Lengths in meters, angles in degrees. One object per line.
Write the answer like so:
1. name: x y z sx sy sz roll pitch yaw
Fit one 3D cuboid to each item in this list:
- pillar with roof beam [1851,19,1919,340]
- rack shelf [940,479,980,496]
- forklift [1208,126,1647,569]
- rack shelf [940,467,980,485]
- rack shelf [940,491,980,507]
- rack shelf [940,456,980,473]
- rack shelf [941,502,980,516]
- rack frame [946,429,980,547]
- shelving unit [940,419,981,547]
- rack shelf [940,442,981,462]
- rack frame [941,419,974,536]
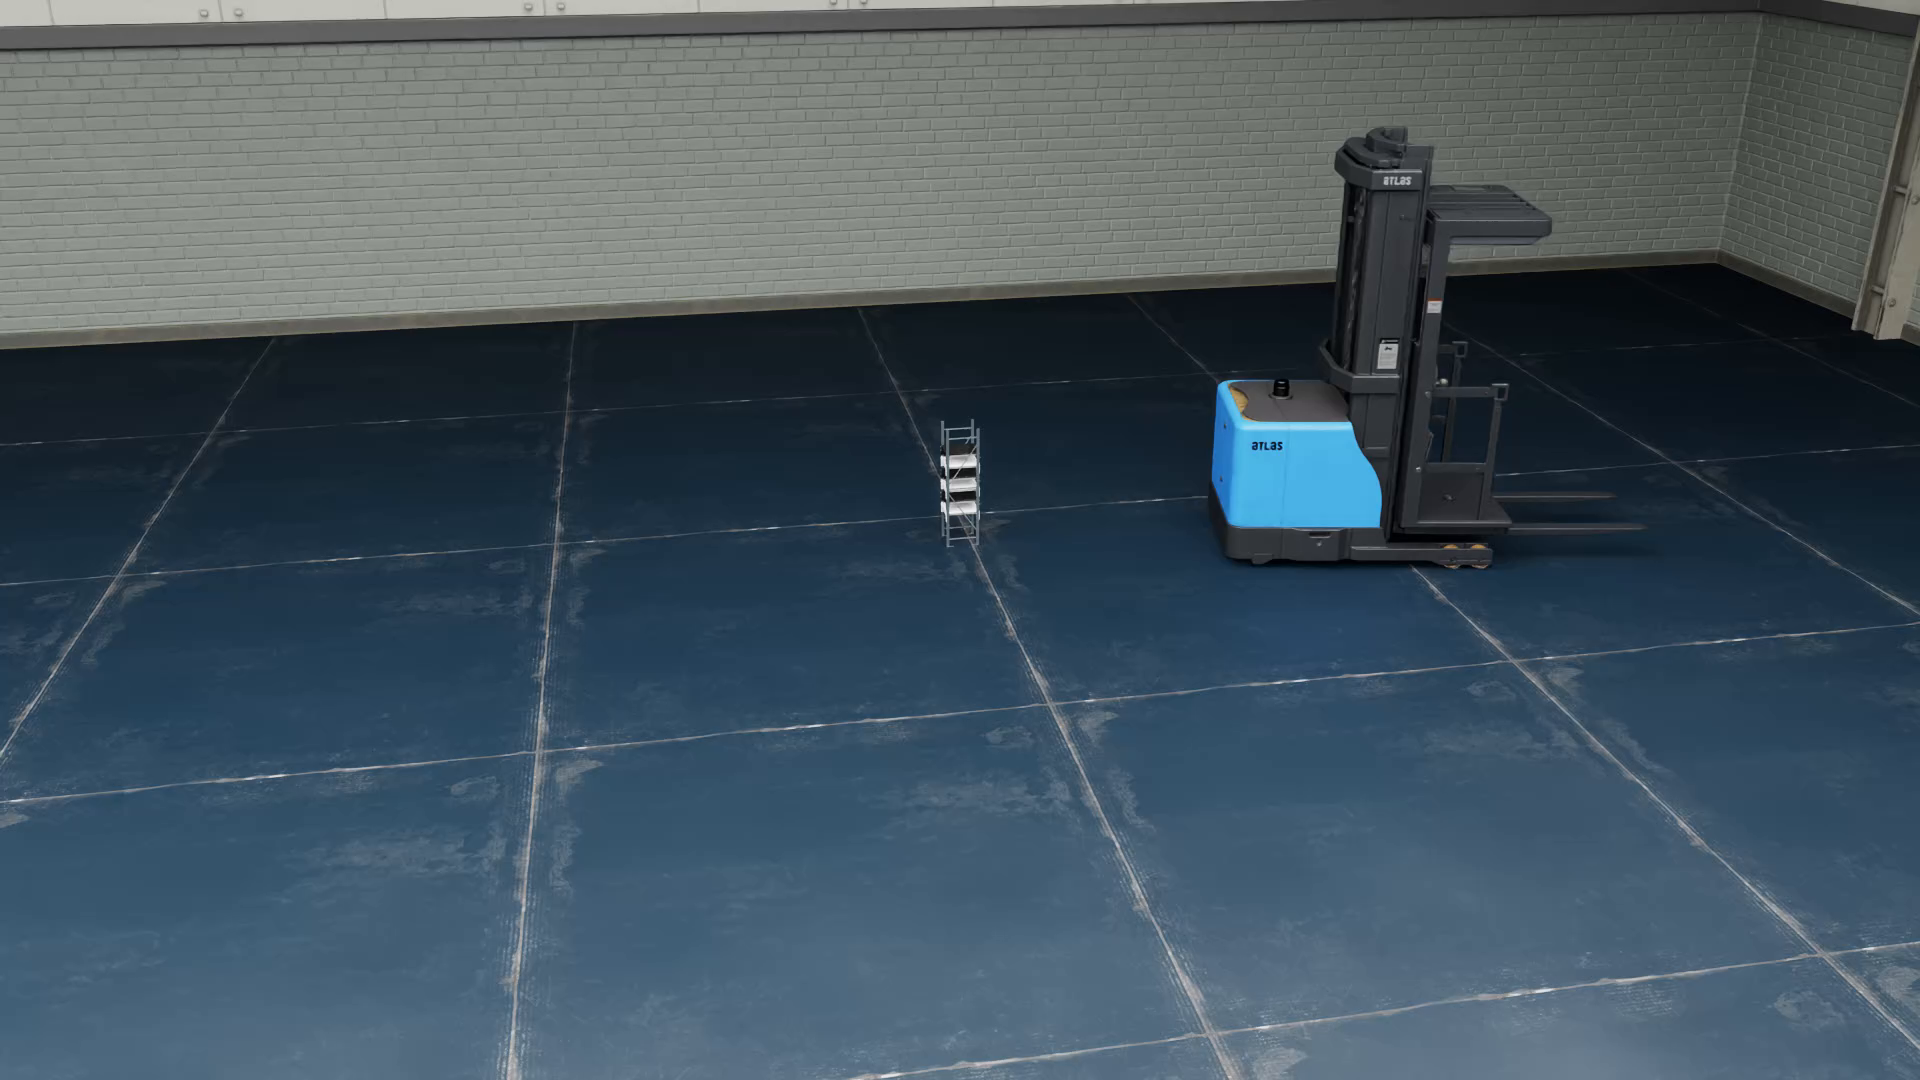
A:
1. pillar with roof beam: 5.206 -5.932 14.588 9.100 9.000 0.400 -4 24 -10
2. rack shelf: 0.001 -0.379 12.076 0.258 0.077 0.200 -4 24 -10
3. forklift: 3.397 -1.353 11.686 3.031 2.935 1.130 0 24 0
4. rack shelf: 0.001 -0.461 12.040 0.258 0.077 0.200 -4 24 -10
5. rack shelf: 0.001 -0.296 12.112 0.258 0.077 0.200 -4 24 -10
6. rack shelf: 0.001 -0.544 12.004 0.258 0.077 0.200 -4 24 -10
7. rack shelf: 0.001 -0.214 12.148 0.258 0.077 0.200 -4 24 -10
8. rack frame: 0.020 -0.369 11.971 0.240 0.900 0.006 -4 24 -10
9. shelving unit: 0.001 -0.409 12.063 0.258 0.900 0.210 -4 24 -10
10. rack shelf: 0.001 -0.626 11.968 0.258 0.077 0.200 -4 24 -10
11. rack frame: -0.017 -0.449 12.154 0.240 0.900 0.006 -4 24 -10
